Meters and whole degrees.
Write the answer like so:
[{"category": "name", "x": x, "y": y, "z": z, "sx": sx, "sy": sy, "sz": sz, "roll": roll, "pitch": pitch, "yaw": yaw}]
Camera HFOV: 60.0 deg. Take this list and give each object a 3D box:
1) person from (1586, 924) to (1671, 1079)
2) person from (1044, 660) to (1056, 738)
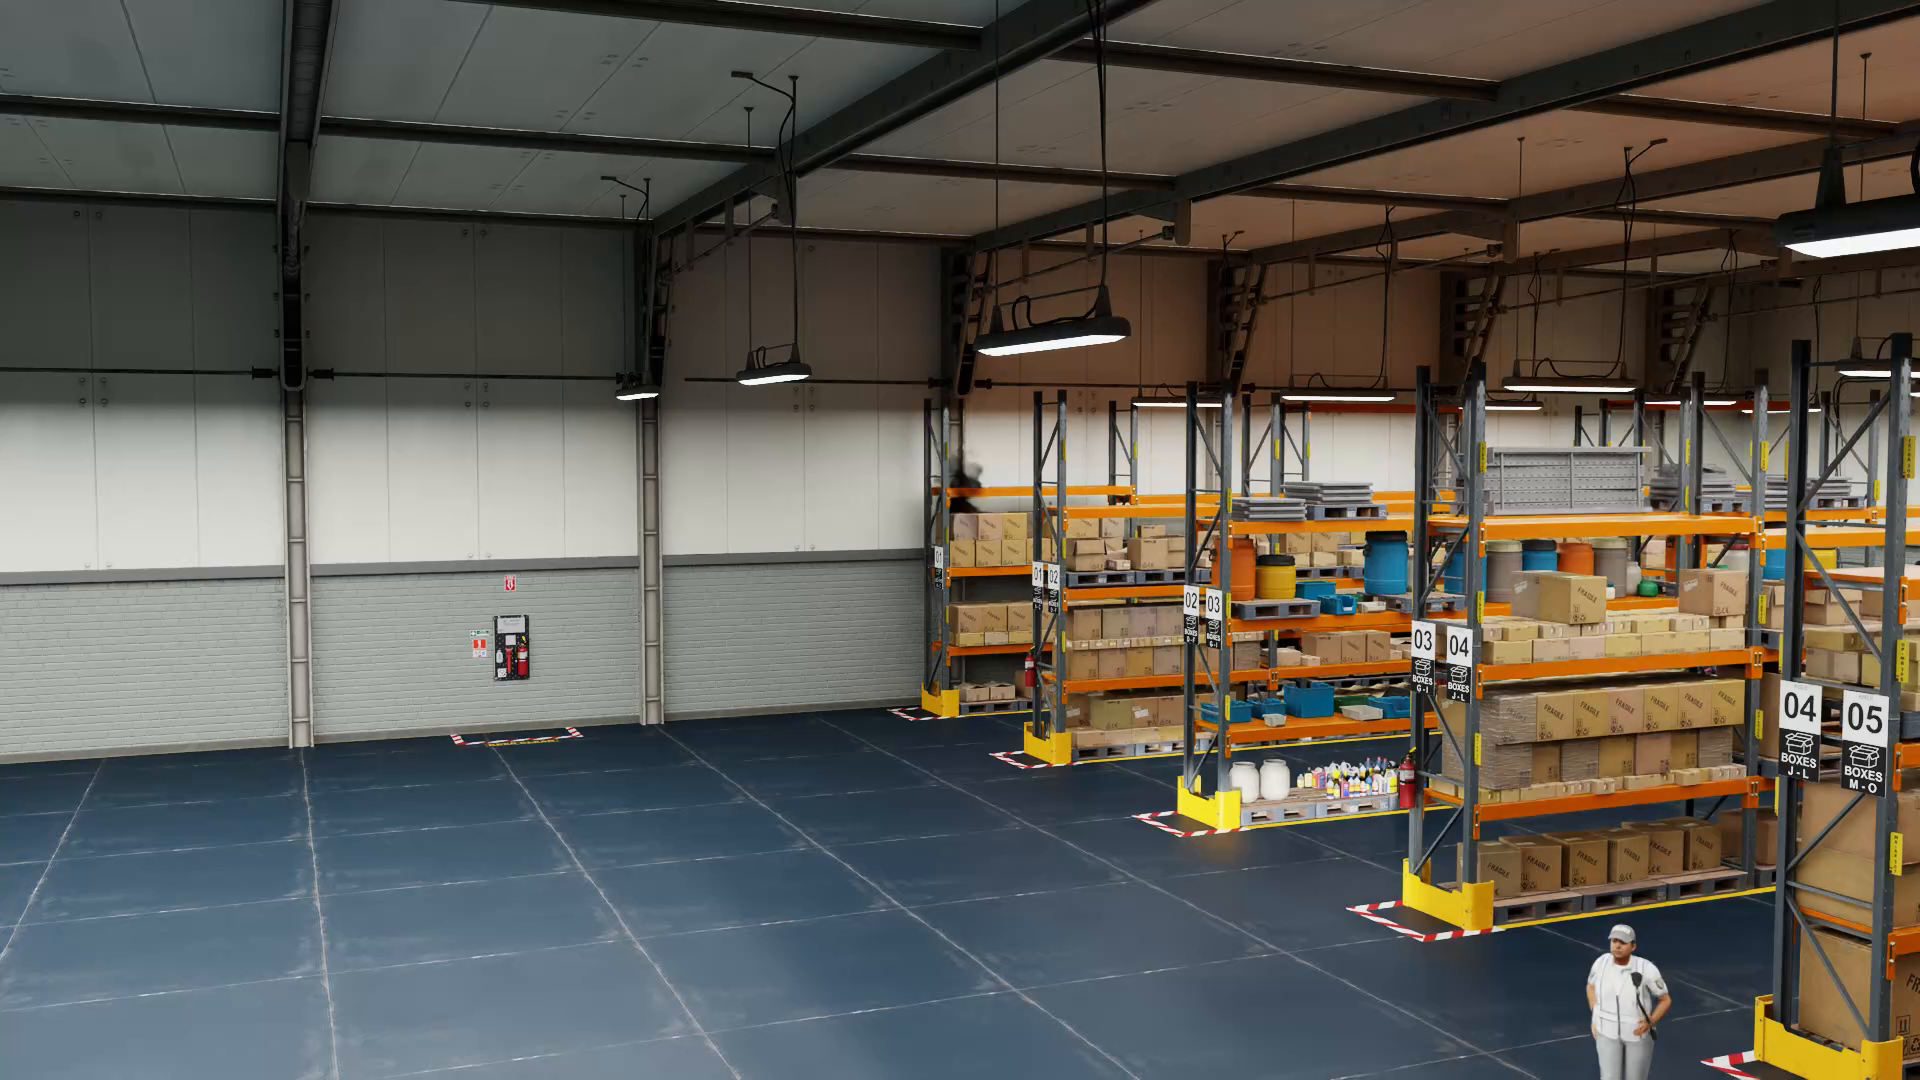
[{"category": "person", "x": 4.887, "y": 3.636, "z": 12.225, "sx": 0.587, "sy": 1.659, "sz": 0.697, "roll": 2, "pitch": 4, "yaw": 32}, {"category": "person", "x": 1.759, "y": 2.652, "z": 29.228, "sx": 0.839, "sy": 1.589, "sz": 0.545, "roll": -2, "pitch": 4, "yaw": -32}]
